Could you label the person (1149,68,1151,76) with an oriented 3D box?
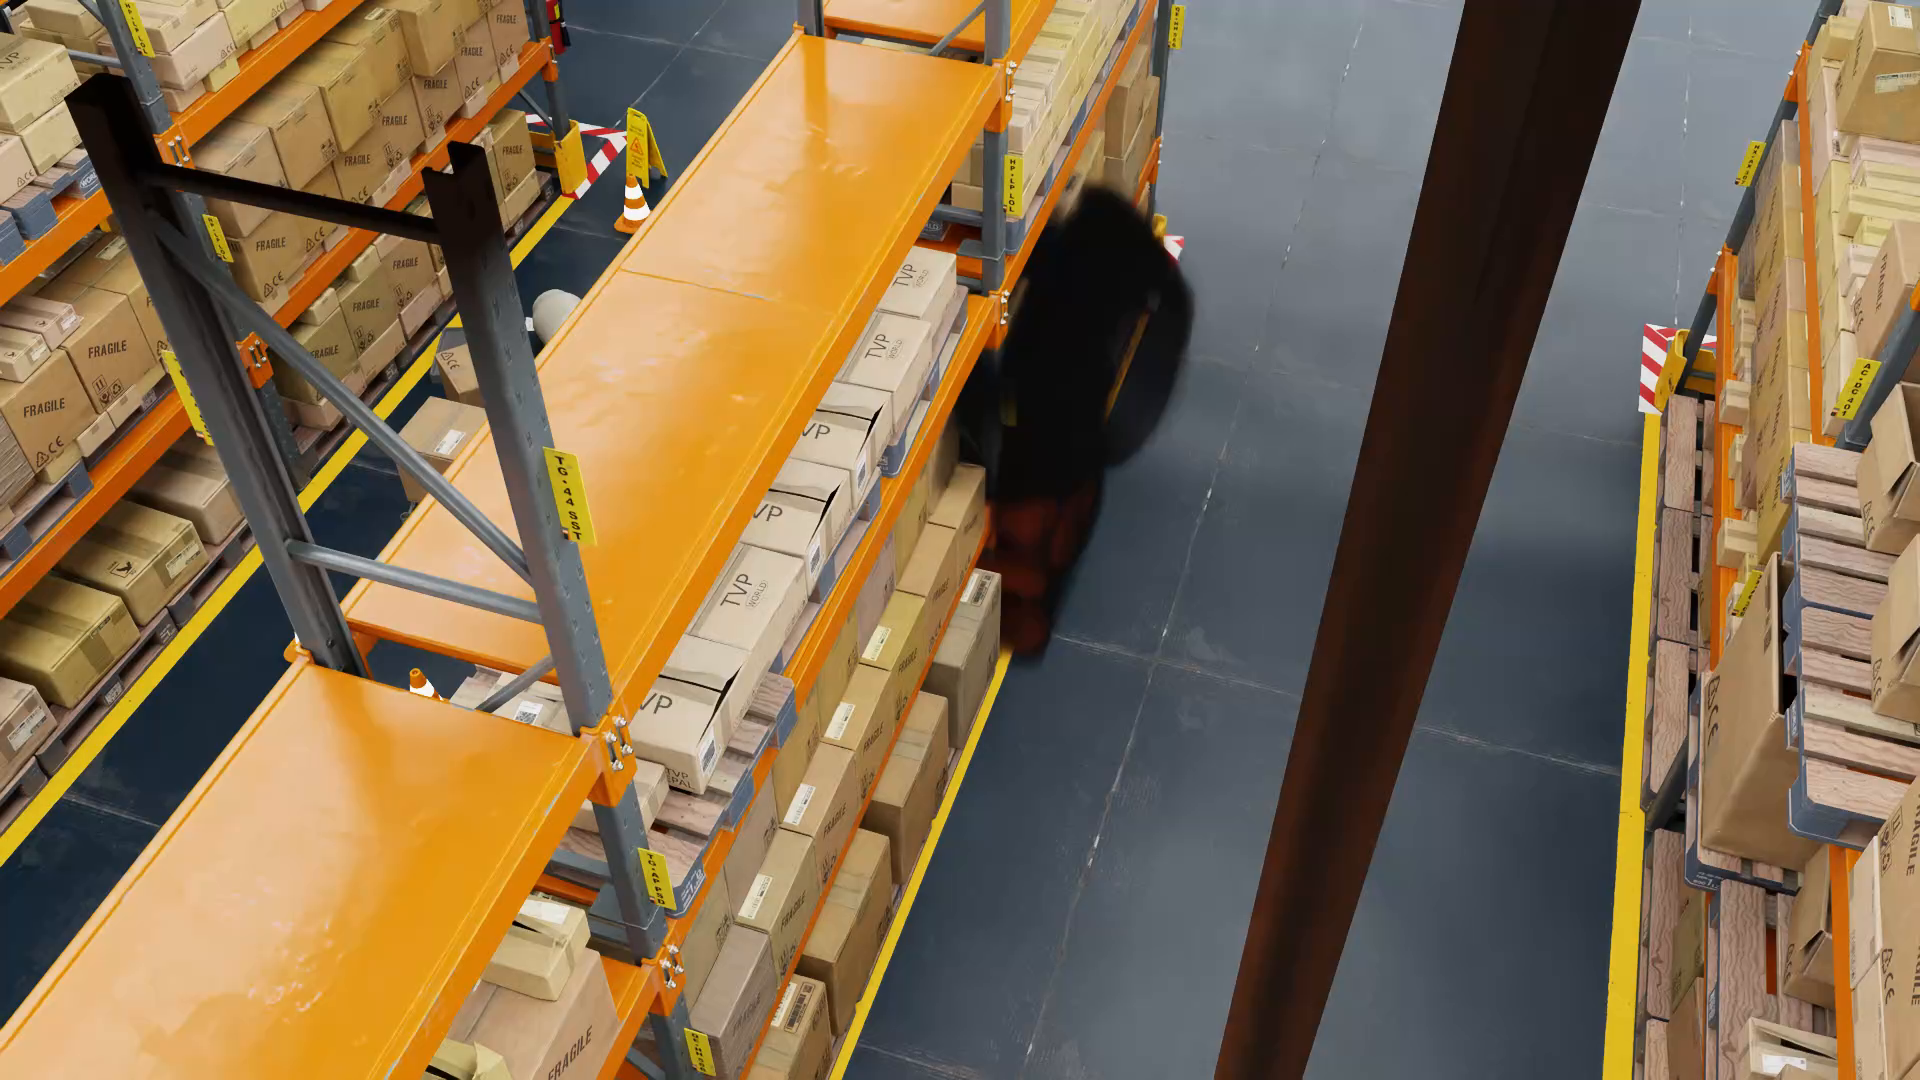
[{"bbox_3d":[1.357,-4.044,13.793,0.664,1.613,0.863,2,46,2],"label":"person"}]
